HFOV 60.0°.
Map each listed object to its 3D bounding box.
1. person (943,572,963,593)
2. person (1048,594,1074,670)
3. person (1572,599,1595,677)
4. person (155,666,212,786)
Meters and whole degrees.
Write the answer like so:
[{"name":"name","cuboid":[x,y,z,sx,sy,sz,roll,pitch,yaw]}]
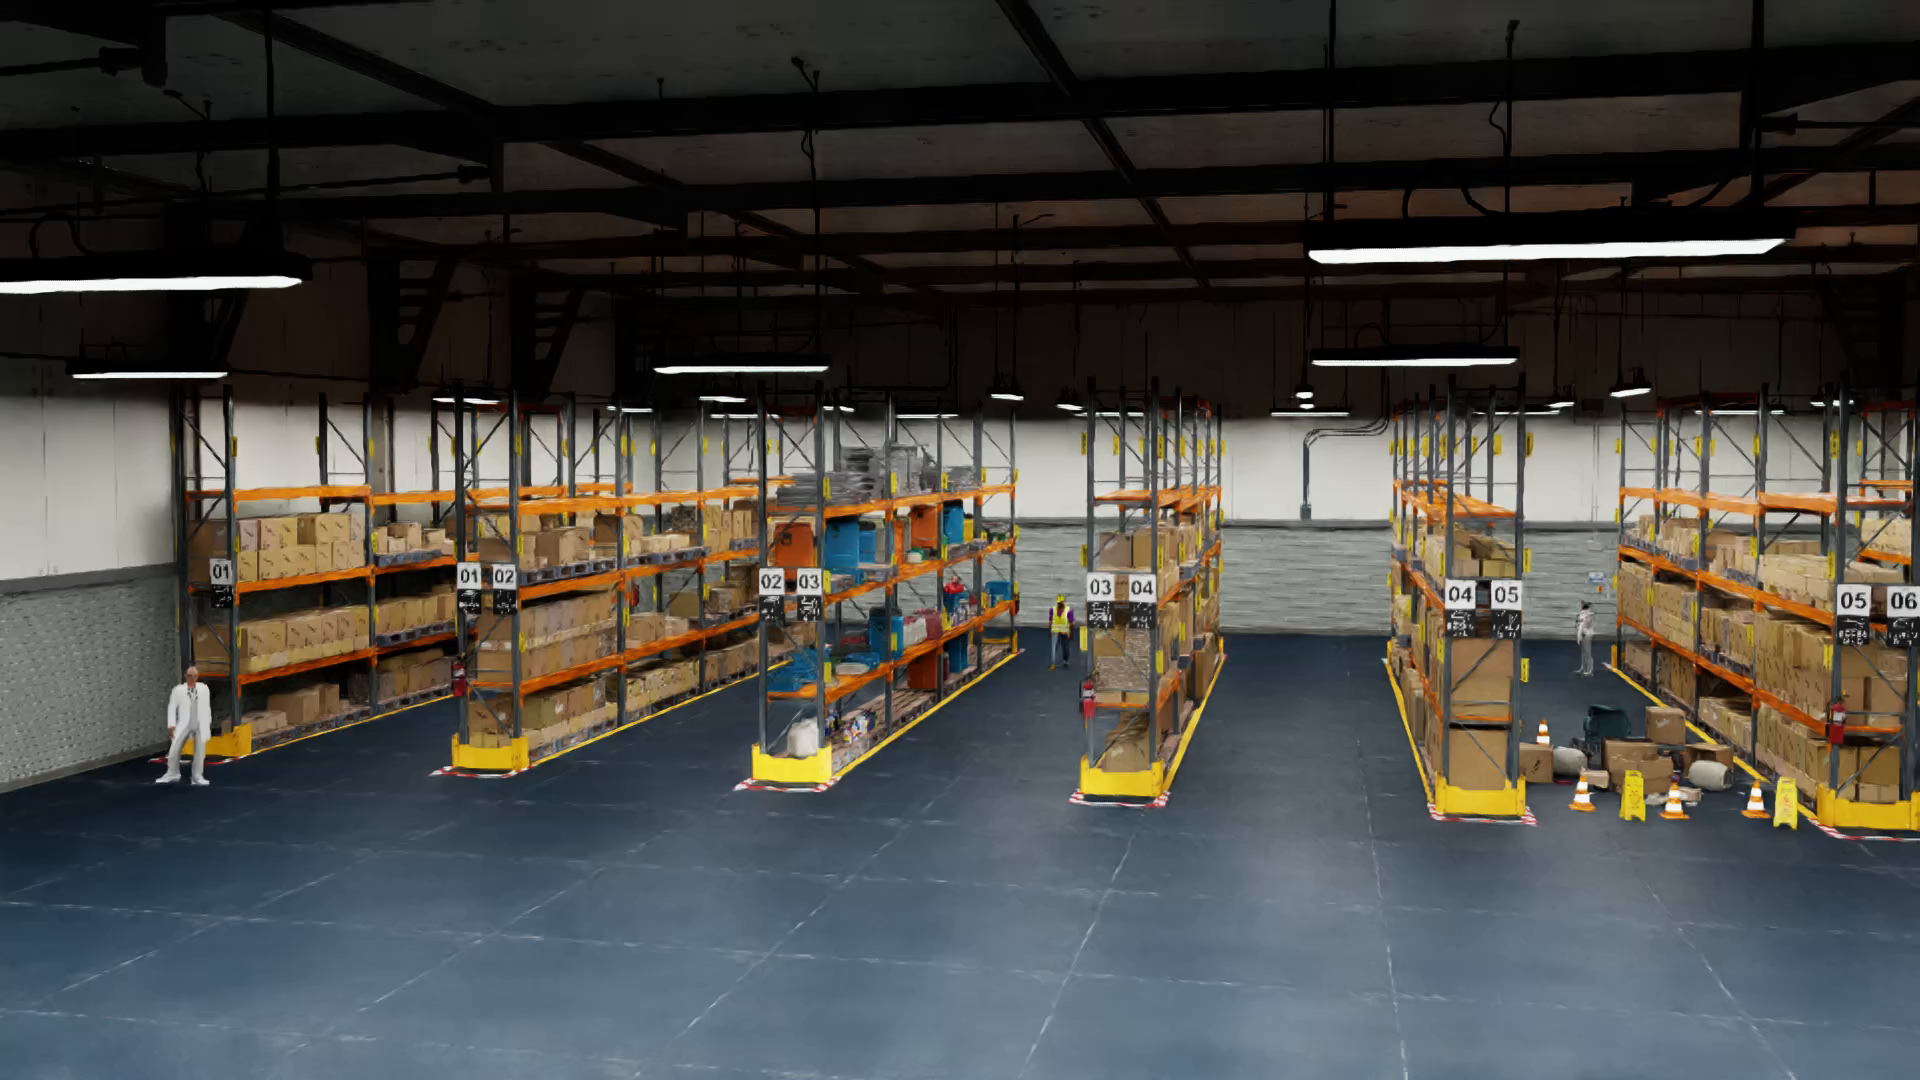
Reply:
[{"name":"person","cuboid":[-0.230,1.742,43.859,0.602,1.621,0.567,-1,3,-23]},{"name":"person","cuboid":[2.274,2.050,37.394,0.577,1.687,1.115,1,3,10]},{"name":"person","cuboid":[13.617,2.124,36.281,0.543,1.667,0.571,3,4,39]},{"name":"person","cuboid":[-11.471,2.743,24.563,0.783,1.764,0.539,-2,4,-30]}]
